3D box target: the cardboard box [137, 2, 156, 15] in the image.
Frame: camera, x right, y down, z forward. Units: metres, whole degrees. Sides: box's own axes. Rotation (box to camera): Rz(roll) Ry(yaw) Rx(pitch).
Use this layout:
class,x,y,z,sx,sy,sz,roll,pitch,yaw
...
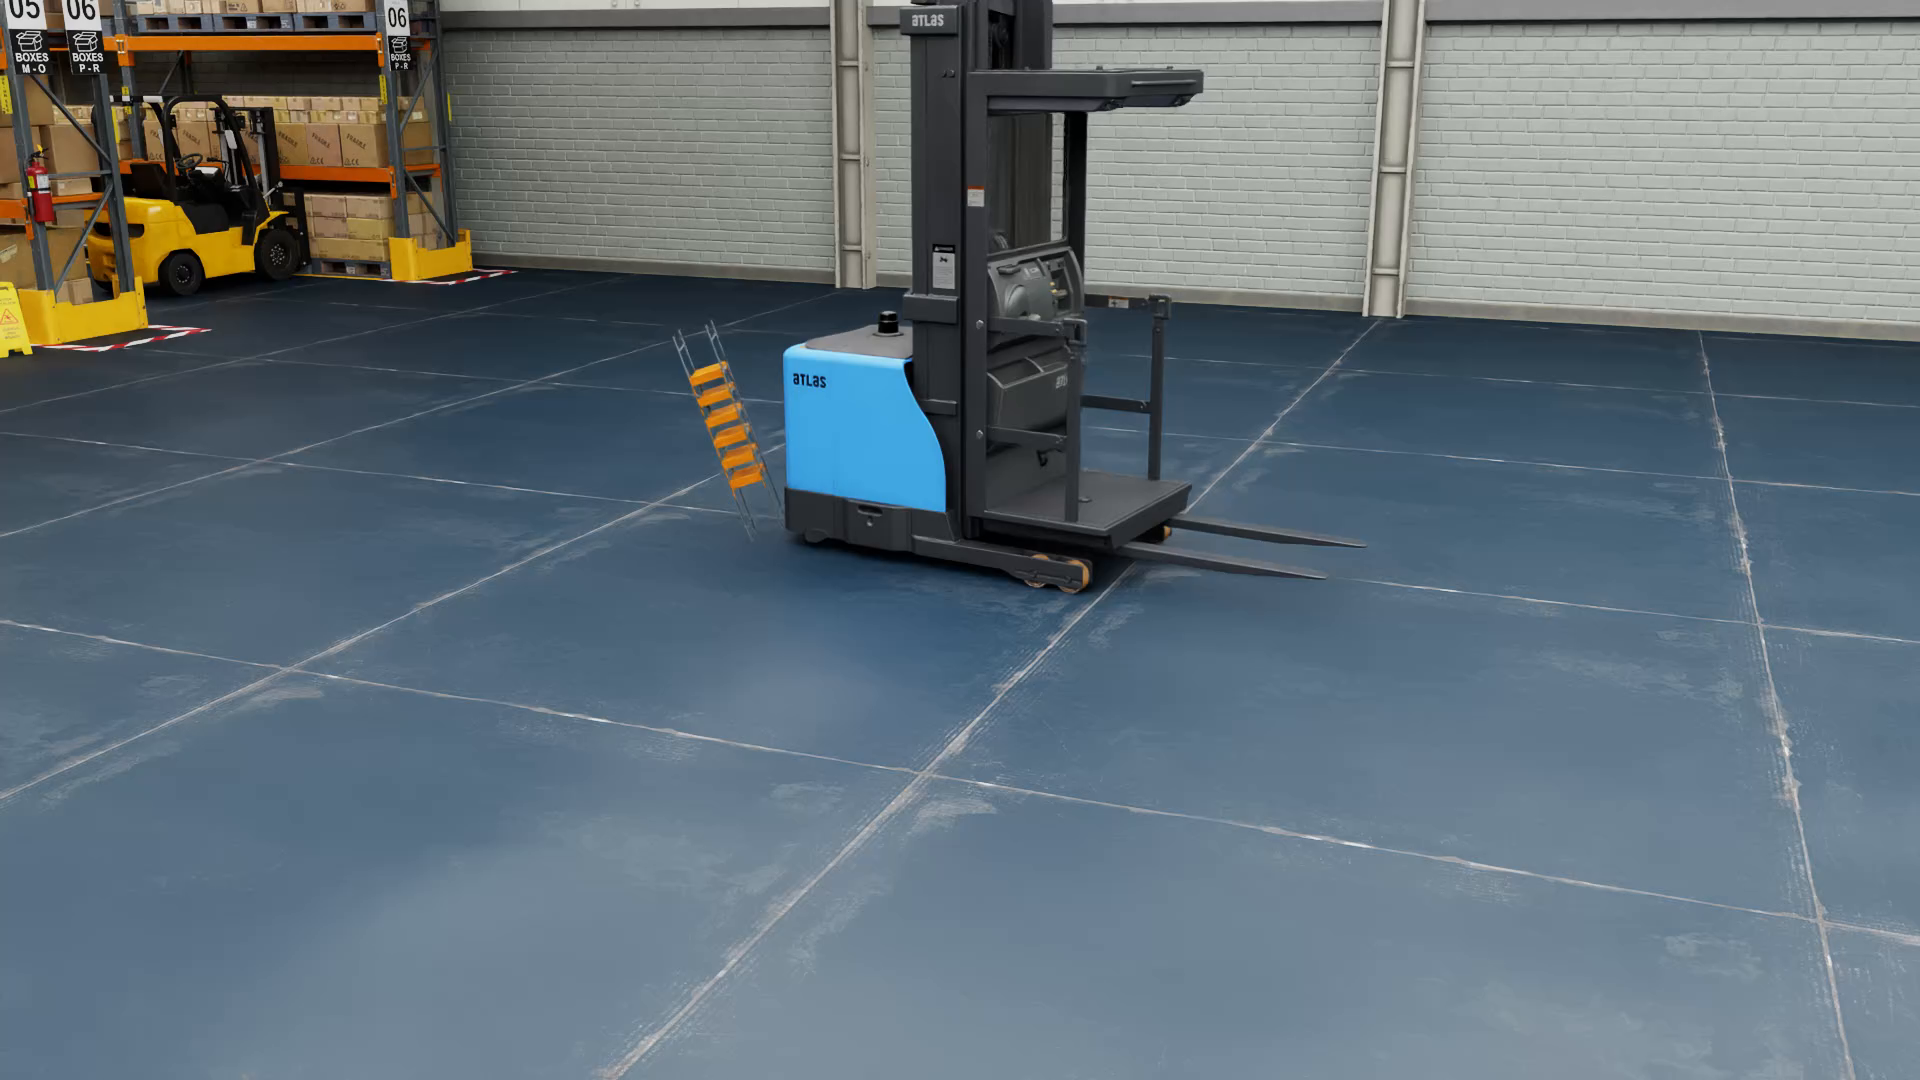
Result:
class,x,y,z,sx,sy,sz,roll,pitch,yaw
cardboard box,-9.882,-6.543,20.468,0.250,0.149,0.380,7,17,22

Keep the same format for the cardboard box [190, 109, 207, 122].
class,x,y,z,sx,sy,sz,roll,pitch,yaw
cardboard box,-9.291,-5.266,20.591,0.250,0.149,0.380,7,17,22

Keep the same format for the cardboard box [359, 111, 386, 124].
class,x,y,z,sx,sy,sz,roll,pitch,yaw
cardboard box,-6.892,-5.011,19.711,0.250,0.149,0.380,7,17,21

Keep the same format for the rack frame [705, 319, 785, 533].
class,x,y,z,sx,sy,sz,roll,pitch,yaw
rack frame,-1.158,-0.619,9.049,0.006,1.200,0.240,-18,16,4

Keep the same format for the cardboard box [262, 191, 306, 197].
class,x,y,z,sx,sy,sz,roll,pitch,yaw
cardboard box,-8.428,-4.170,20.541,0.500,0.250,0.500,6,17,20

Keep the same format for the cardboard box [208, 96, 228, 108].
class,x,y,z,sx,sy,sz,roll,pitch,yaw
cardboard box,-9.030,-5.391,20.486,0.250,0.149,0.380,6,17,20

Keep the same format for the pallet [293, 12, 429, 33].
class,x,y,z,sx,sy,sz,roll,pitch,yaw
pallet,-7.115,-6.166,19.810,1.213,0.211,1.003,6,17,21

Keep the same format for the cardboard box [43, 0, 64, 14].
class,x,y,z,sx,sy,sz,roll,pitch,yaw
cardboard box,-8.654,-5.033,15.484,0.500,0.250,0.500,6,17,20

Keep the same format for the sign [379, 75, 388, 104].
class,x,y,z,sx,sy,sz,roll,pitch,yaw
sign,-6.679,-5.219,19.269,0.005,0.325,0.100,6,17,21

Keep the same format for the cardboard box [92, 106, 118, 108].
class,x,y,z,sx,sy,sz,roll,pitch,yaw
cardboard box,-10.834,-5.456,21.245,0.250,0.149,0.380,6,17,20

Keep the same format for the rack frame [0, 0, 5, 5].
class,x,y,z,sx,sy,sz,roll,pitch,yaw
rack frame,-8.284,-6.282,14.671,0.127,3.000,1.000,6,17,21

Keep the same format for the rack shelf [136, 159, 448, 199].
class,x,y,z,sx,sy,sz,roll,pitch,yaw
rack shelf,-8.327,-4.548,20.748,4.000,0.370,1.077,6,17,21

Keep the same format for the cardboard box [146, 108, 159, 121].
class,x,y,z,sx,sy,sz,roll,pitch,yaw
cardboard box,-9.988,-5.356,20.901,0.250,0.149,0.380,6,17,20

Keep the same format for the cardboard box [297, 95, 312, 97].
class,x,y,z,sx,sy,sz,roll,pitch,yaw
cardboard box,-8.129,-5.446,20.677,0.250,0.149,0.380,6,17,21

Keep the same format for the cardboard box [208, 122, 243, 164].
class,x,y,z,sx,sy,sz,roll,pitch,yaw
cardboard box,-8.909,-4.932,20.603,0.500,0.500,0.500,6,17,20

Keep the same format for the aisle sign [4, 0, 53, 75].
class,x,y,z,sx,sy,sz,roll,pitch,yaw
aisle sign,-8.333,-4.568,14.864,0.004,0.787,0.394,6,17,21

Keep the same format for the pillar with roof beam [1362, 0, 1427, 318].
class,x,y,z,sx,sy,sz,roll,pitch,yaw
pillar with roof beam,2.800,-5.530,12.083,0.400,9.000,9.100,6,17,21

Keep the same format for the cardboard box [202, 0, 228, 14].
class,x,y,z,sx,sy,sz,roll,pitch,yaw
cardboard box,-8.918,-6.493,20.086,0.258,0.266,0.396,6,17,19

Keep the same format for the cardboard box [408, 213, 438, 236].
class,x,y,z,sx,sy,sz,roll,pitch,yaw
cardboard box,-6.828,-3.912,20.549,0.500,0.250,0.500,7,17,22

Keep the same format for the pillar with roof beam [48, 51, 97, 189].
class,x,y,z,sx,sy,sz,roll,pitch,yaw
pillar with roof beam,-13.945,-7.372,18.426,0.400,9.000,9.100,6,17,21

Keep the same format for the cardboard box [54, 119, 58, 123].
class,x,y,z,sx,sy,sz,roll,pitch,yaw
cardboard box,-11.693,-5.354,21.609,0.500,0.250,0.500,7,17,22

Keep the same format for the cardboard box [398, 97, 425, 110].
class,x,y,z,sx,sy,sz,roll,pitch,yaw
cardboard box,-6.701,-5.281,20.107,0.250,0.149,0.380,6,17,20

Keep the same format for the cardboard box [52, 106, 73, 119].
class,x,y,z,sx,sy,sz,roll,pitch,yaw
cardboard box,-11.556,-5.530,21.501,0.250,0.149,0.380,6,17,19

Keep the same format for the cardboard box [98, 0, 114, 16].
class,x,y,z,sx,sy,sz,roll,pitch,yaw
cardboard box,-10.950,-6.756,20.912,0.500,0.311,0.500,6,17,19

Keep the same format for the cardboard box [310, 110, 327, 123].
class,x,y,z,sx,sy,sz,roll,pitch,yaw
cardboard box,-7.586,-5.100,20.018,0.250,0.149,0.380,6,17,20

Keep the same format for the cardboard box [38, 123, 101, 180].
class,x,y,z,sx,sy,sz,roll,pitch,yaw
cardboard box,-8.623,-3.712,15.867,0.500,0.500,0.500,6,17,20

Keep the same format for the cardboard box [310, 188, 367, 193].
class,x,y,z,sx,sy,sz,roll,pitch,yaw
cardboard box,-7.772,-4.252,20.826,0.500,0.250,0.500,6,17,20

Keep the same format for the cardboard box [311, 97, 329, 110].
class,x,y,z,sx,sy,sz,roll,pitch,yaw
cardboard box,-7.576,-5.254,20.017,0.250,0.149,0.380,6,17,21

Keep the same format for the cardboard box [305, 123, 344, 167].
class,x,y,z,sx,sy,sz,roll,pitch,yaw
cardboard box,-7.500,-4.774,20.059,0.500,0.500,0.500,7,18,22

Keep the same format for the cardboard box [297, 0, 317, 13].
class,x,y,z,sx,sy,sz,roll,pitch,yaw
cardboard box,-7.585,-6.346,19.581,0.258,0.266,0.396,6,17,21

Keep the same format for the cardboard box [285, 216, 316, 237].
class,x,y,z,sx,sy,sz,roll,pitch,yaw
cardboard box,-7.985,-3.880,20.440,0.500,0.250,0.500,6,17,19

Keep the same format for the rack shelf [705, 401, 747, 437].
class,x,y,z,sx,sy,sz,roll,pitch,yaw
rack shelf,-1.269,-0.660,9.035,0.180,0.103,0.258,-18,16,4

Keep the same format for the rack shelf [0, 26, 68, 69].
class,x,y,z,sx,sy,sz,roll,pitch,yaw
rack shelf,-10.145,-4.700,15.894,4.000,0.370,1.077,6,17,21

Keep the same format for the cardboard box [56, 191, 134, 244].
class,x,y,z,sx,sy,sz,roll,pitch,yaw
cardboard box,-11.396,-4.291,22.079,0.625,0.625,0.875,6,17,20

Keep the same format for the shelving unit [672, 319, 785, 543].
class,x,y,z,sx,sy,sz,roll,pitch,yaw
shelving unit,-1.245,-0.591,9.055,0.189,1.200,0.258,-18,16,4

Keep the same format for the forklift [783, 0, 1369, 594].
class,x,y,z,sx,sy,sz,roll,pitch,yaw
forklift,0.571,-1.309,8.426,3.031,2.935,1.130,9,19,29

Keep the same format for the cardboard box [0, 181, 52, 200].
class,x,y,z,sx,sy,sz,roll,pitch,yaw
cardboard box,-8.711,-3.263,15.483,0.250,0.149,0.380,7,18,22

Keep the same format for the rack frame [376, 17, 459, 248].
class,x,y,z,sx,sy,sz,roll,pitch,yaw
rack frame,-6.467,-4.688,19.943,0.127,3.000,1.000,6,17,21

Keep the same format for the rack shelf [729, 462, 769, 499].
class,x,y,z,sx,sy,sz,roll,pitch,yaw
rack shelf,-1.156,-0.332,9.132,0.180,0.103,0.258,-18,16,4

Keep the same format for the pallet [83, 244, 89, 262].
class,x,y,z,sx,sy,sz,roll,pitch,yaw
pallet,-10.887,-3.824,21.966,1.213,0.211,1.003,6,17,21

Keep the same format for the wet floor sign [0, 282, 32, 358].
class,x,y,z,sx,sy,sz,roll,pitch,yaw
wet floor sign,-8.500,-1.973,14.813,0.232,0.644,0.267,14,21,40

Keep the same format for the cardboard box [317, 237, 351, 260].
class,x,y,z,sx,sy,sz,roll,pitch,yaw
cardboard box,-7.479,-3.589,20.335,0.500,0.250,0.500,6,17,21

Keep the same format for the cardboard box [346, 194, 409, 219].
class,x,y,z,sx,sy,sz,roll,pitch,yaw
cardboard box,-7.009,-4.016,20.012,0.500,0.250,0.500,7,18,22

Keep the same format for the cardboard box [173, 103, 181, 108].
class,x,y,z,sx,sy,sz,roll,pitch,yaw
cardboard box,-9.717,-5.492,20.834,0.250,0.149,0.380,7,17,21

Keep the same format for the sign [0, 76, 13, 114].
class,x,y,z,sx,sy,sz,roll,pitch,yaw
sign,-8.507,-3.967,14.813,0.005,0.325,0.100,6,17,21

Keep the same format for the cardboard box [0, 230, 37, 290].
class,x,y,z,sx,sy,sz,roll,pitch,yaw
cardboard box,-9.125,-2.656,15.777,0.500,0.500,0.500,6,17,21

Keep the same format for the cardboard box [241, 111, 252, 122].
class,x,y,z,sx,sy,sz,roll,pitch,yaw
cardboard box,-8.557,-5.193,20.338,0.250,0.149,0.380,6,17,19

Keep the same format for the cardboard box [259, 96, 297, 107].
class,x,y,z,sx,sy,sz,roll,pitch,yaw
cardboard box,-8.306,-5.328,20.271,0.250,0.149,0.380,7,17,21

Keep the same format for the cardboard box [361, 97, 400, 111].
class,x,y,z,sx,sy,sz,roll,pitch,yaw
cardboard box,-6.877,-5.173,19.735,0.250,0.149,0.380,6,17,21
